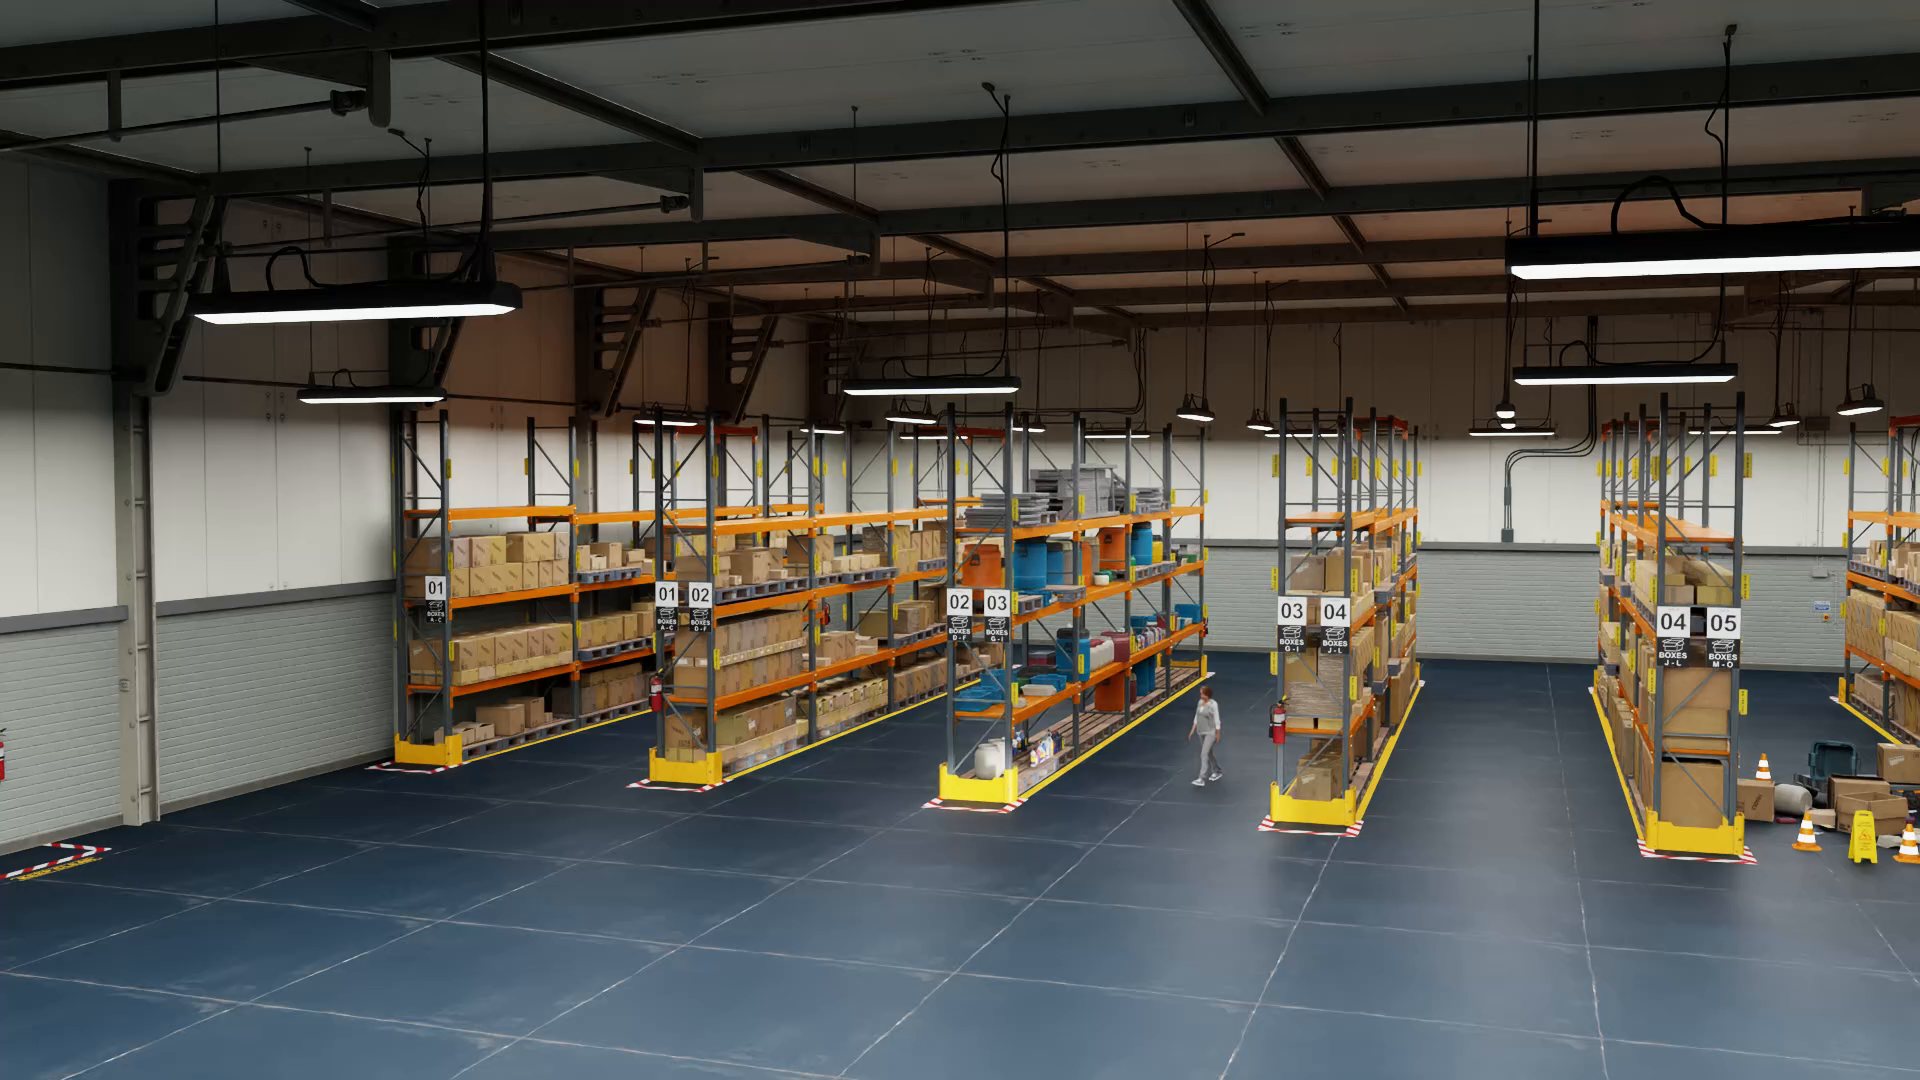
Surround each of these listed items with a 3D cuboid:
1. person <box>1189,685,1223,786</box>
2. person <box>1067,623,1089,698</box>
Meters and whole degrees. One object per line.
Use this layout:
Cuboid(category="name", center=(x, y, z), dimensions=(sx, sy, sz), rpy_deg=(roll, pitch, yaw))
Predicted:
Cuboid(category="person", center=(3.907, 3.082, 26.386), dimensions=(0.817, 1.561, 0.415), rpy_deg=(-1, 3, -31))
Cuboid(category="person", center=(2.535, 2.631, 36.482), dimensions=(0.537, 1.634, 0.664), rpy_deg=(2, 3, 33))
